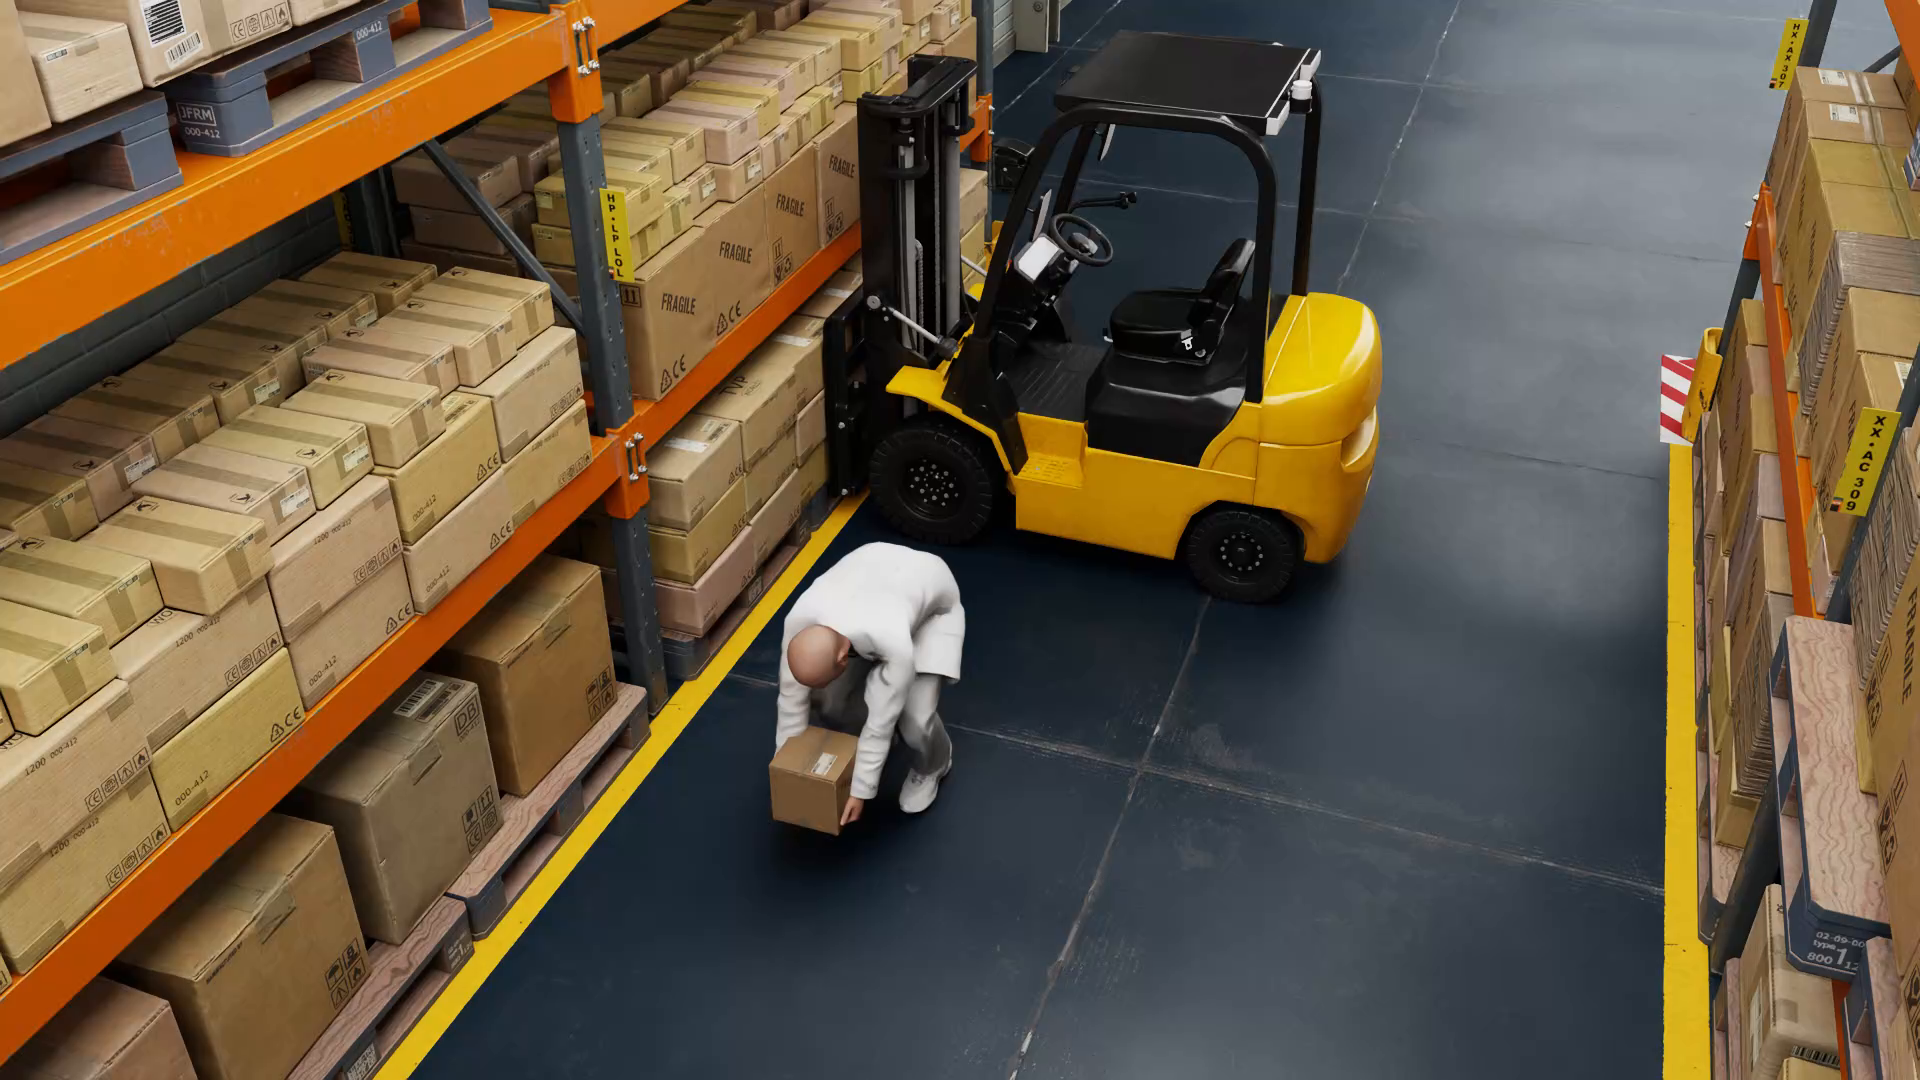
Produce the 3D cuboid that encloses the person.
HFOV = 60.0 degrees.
[{"bbox_3d":[-0.328,0.547,5.987,0.594,1.037,0.941,16,36,23],"label":"person"}]
